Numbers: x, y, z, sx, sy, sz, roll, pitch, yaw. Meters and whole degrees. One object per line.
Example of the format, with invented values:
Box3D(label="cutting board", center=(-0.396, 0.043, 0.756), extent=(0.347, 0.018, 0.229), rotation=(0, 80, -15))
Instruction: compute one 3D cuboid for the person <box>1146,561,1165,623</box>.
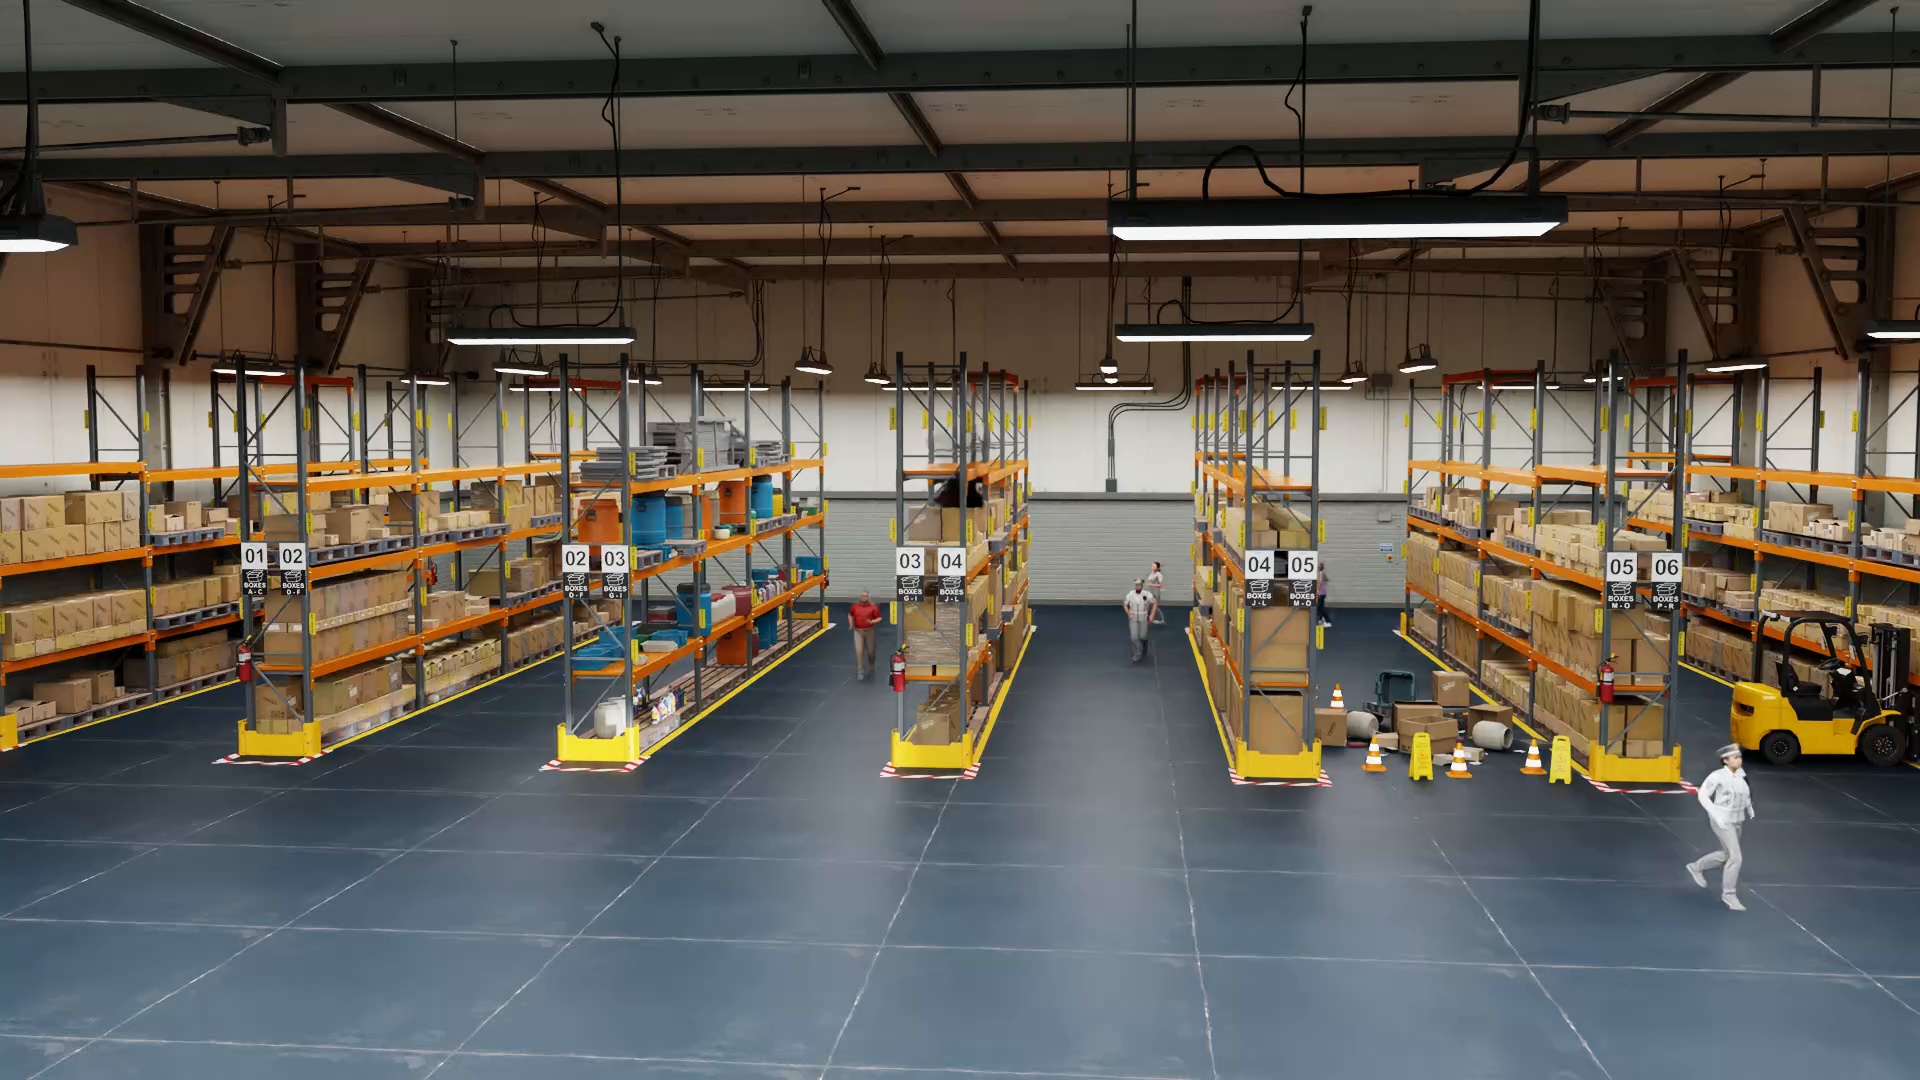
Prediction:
Box3D(label="person", center=(4.785, 1.358, 40.530), extent=(0.729, 1.654, 0.699), rotation=(-2, 5, -29))

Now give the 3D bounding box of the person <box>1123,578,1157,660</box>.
Box3D(label="person", center=(3.774, 1.656, 34.949), extent=(0.698, 1.742, 0.612), rotation=(1, 4, 11))

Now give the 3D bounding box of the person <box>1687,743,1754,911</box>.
Box3D(label="person", center=(7.921, 2.944, 17.338), extent=(0.622, 1.738, 0.726), rotation=(-2, 5, -30))

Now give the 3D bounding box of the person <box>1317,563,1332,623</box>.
Box3D(label="person", center=(8.753, 1.280, 40.524), extent=(0.631, 1.476, 0.512), rotation=(1, 4, 10))

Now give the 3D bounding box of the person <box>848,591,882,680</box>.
Box3D(label="person", center=(-1.862, 1.837, 32.401), extent=(0.673, 1.699, 0.944), rotation=(0, 4, 1))
